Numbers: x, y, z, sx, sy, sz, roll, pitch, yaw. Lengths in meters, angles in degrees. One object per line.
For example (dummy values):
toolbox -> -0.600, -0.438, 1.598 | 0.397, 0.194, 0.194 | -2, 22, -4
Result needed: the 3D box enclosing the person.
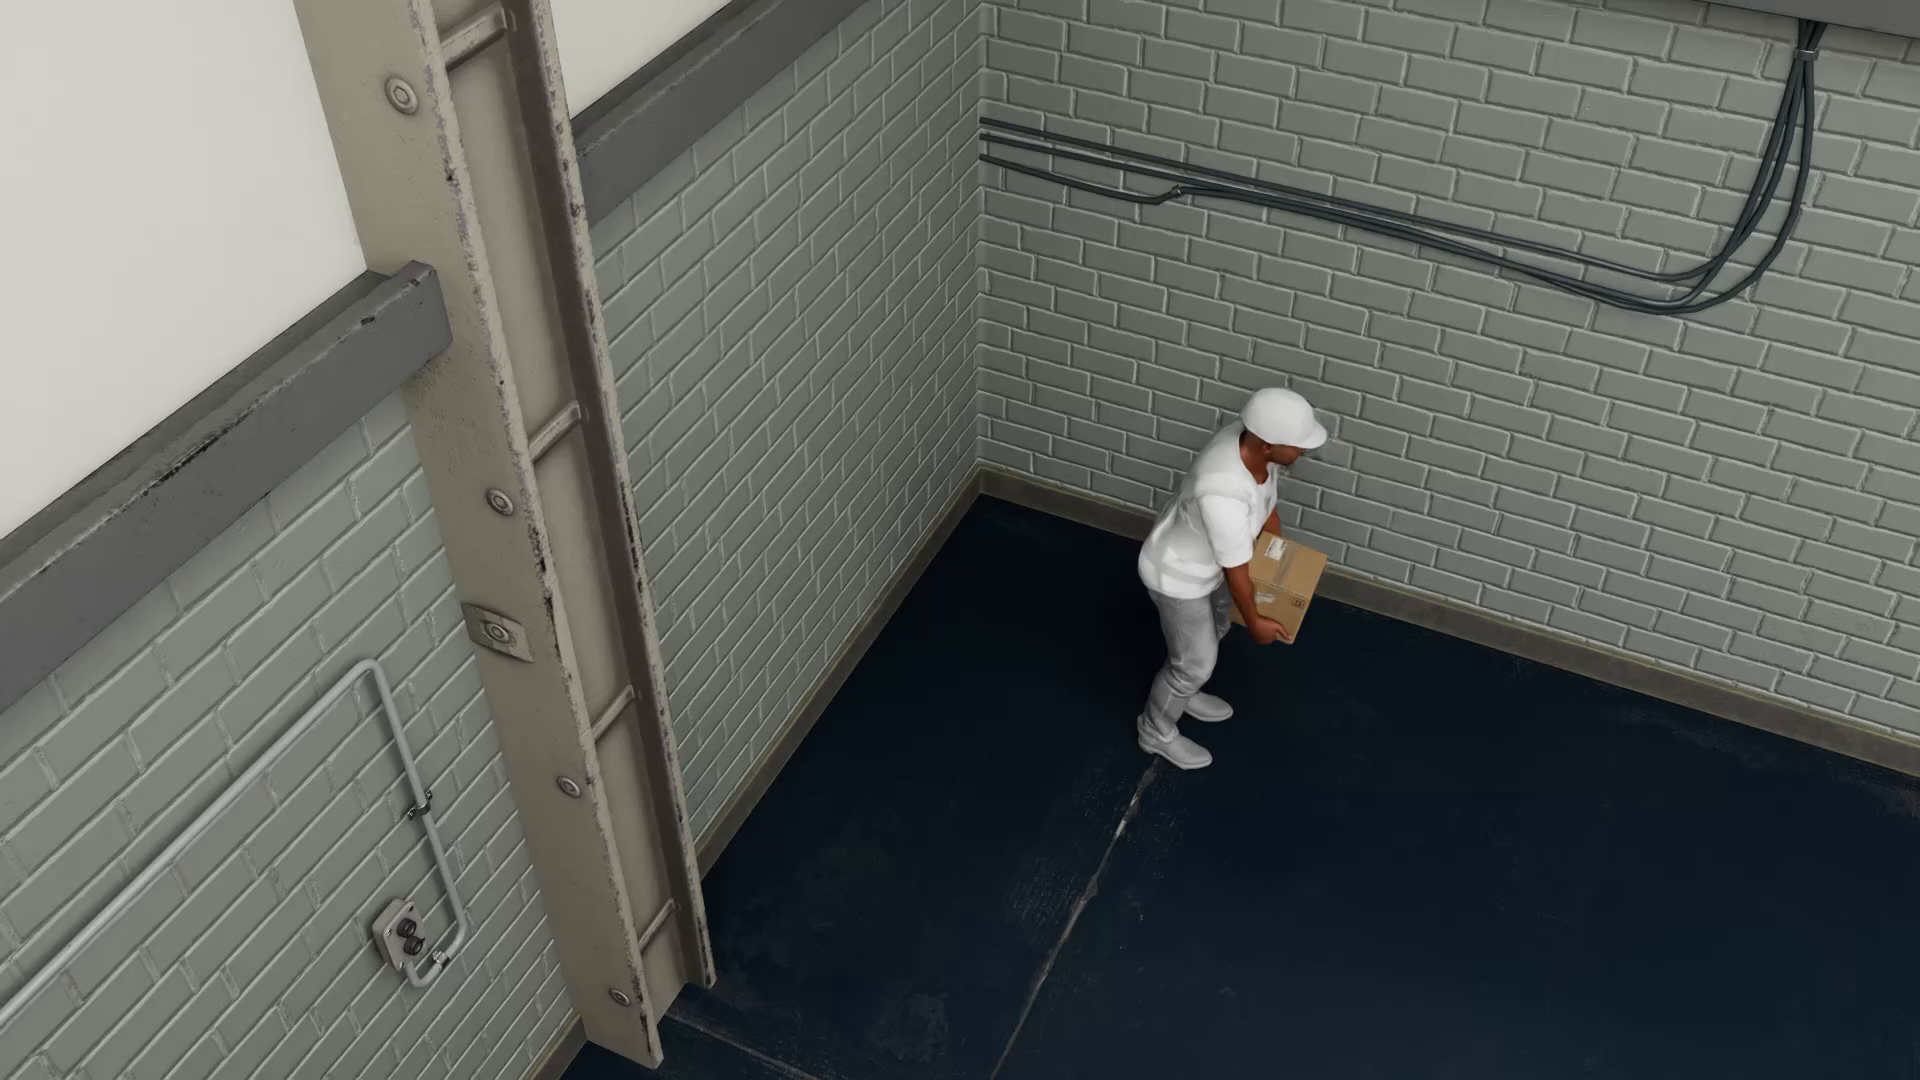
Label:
person -> 0.967, 0.127, 6.078 | 0.607, 1.719, 0.498 | 17, 44, 18
